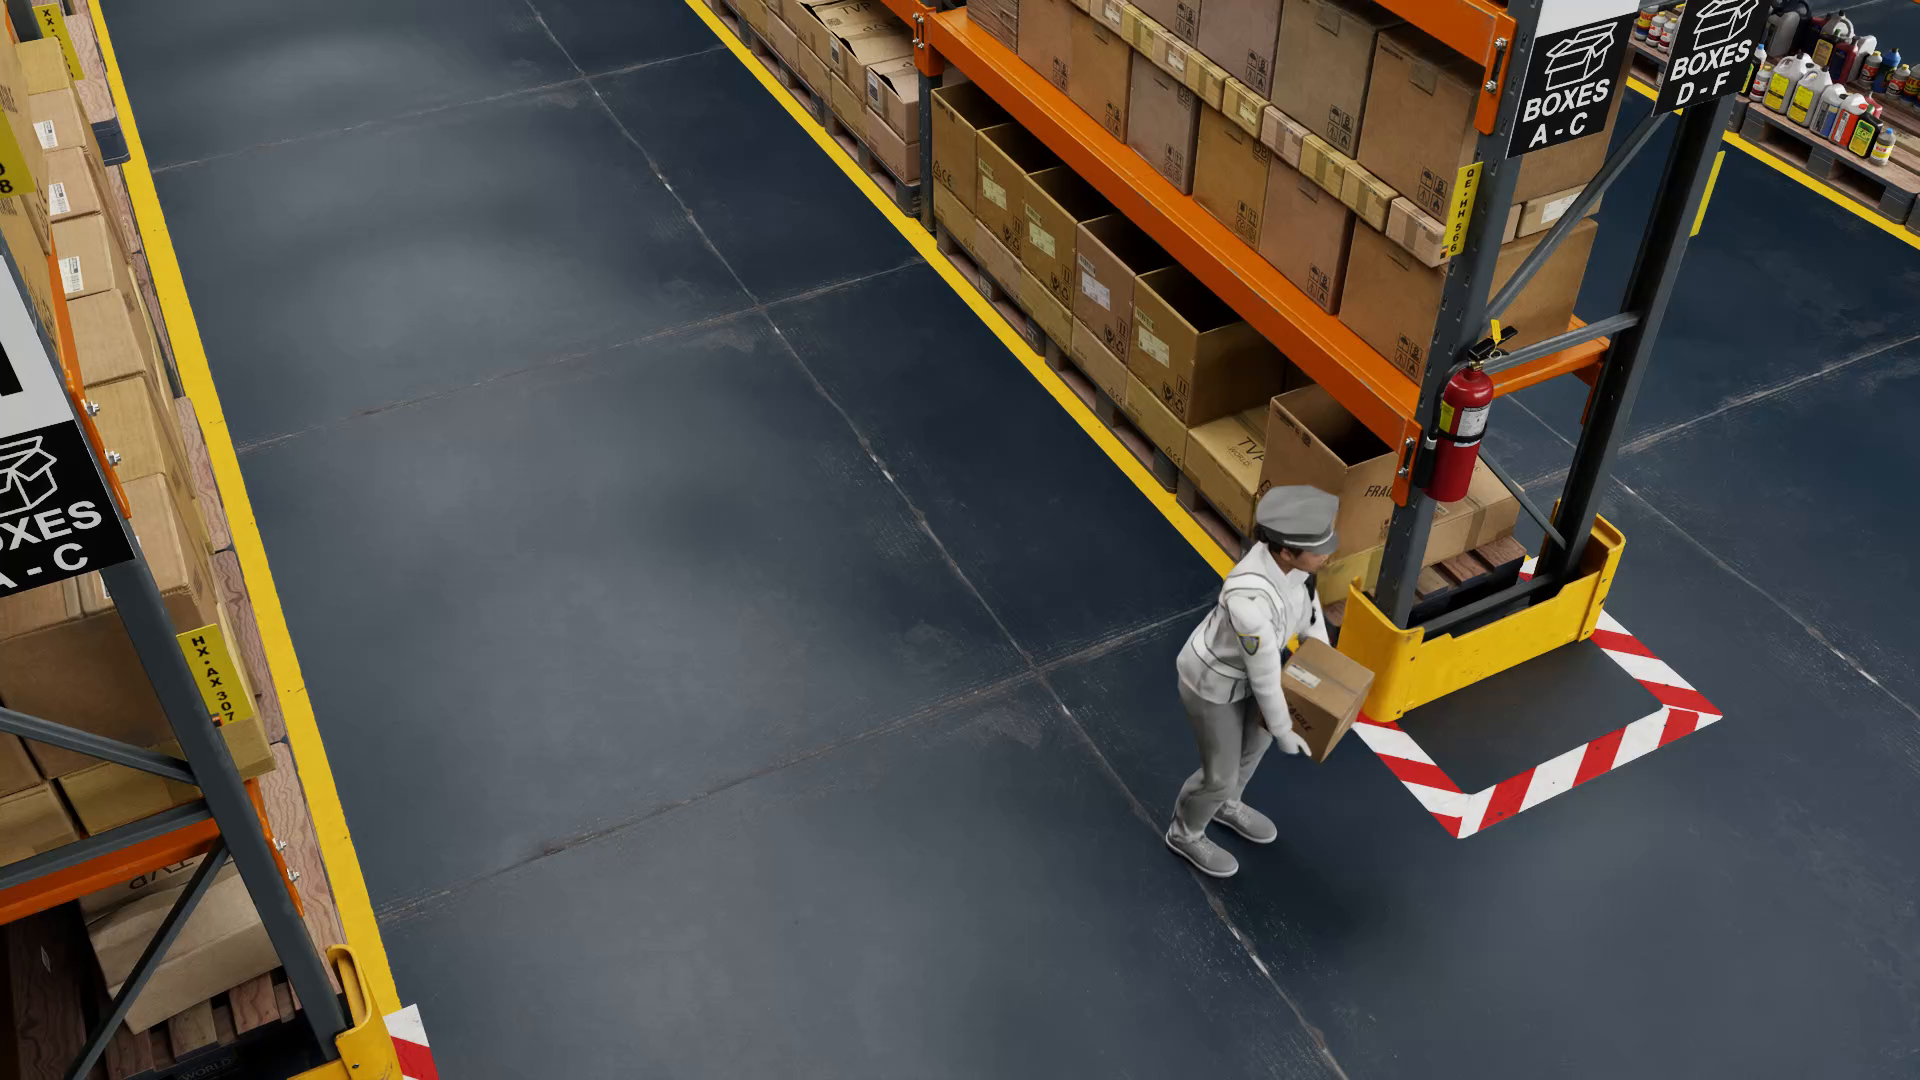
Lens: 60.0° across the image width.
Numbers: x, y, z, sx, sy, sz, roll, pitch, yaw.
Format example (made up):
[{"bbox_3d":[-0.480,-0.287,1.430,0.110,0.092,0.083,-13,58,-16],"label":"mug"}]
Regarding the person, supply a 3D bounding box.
[{"bbox_3d":[1.017,0.498,5.616,0.561,1.647,0.418,23,46,24],"label":"person"}]
